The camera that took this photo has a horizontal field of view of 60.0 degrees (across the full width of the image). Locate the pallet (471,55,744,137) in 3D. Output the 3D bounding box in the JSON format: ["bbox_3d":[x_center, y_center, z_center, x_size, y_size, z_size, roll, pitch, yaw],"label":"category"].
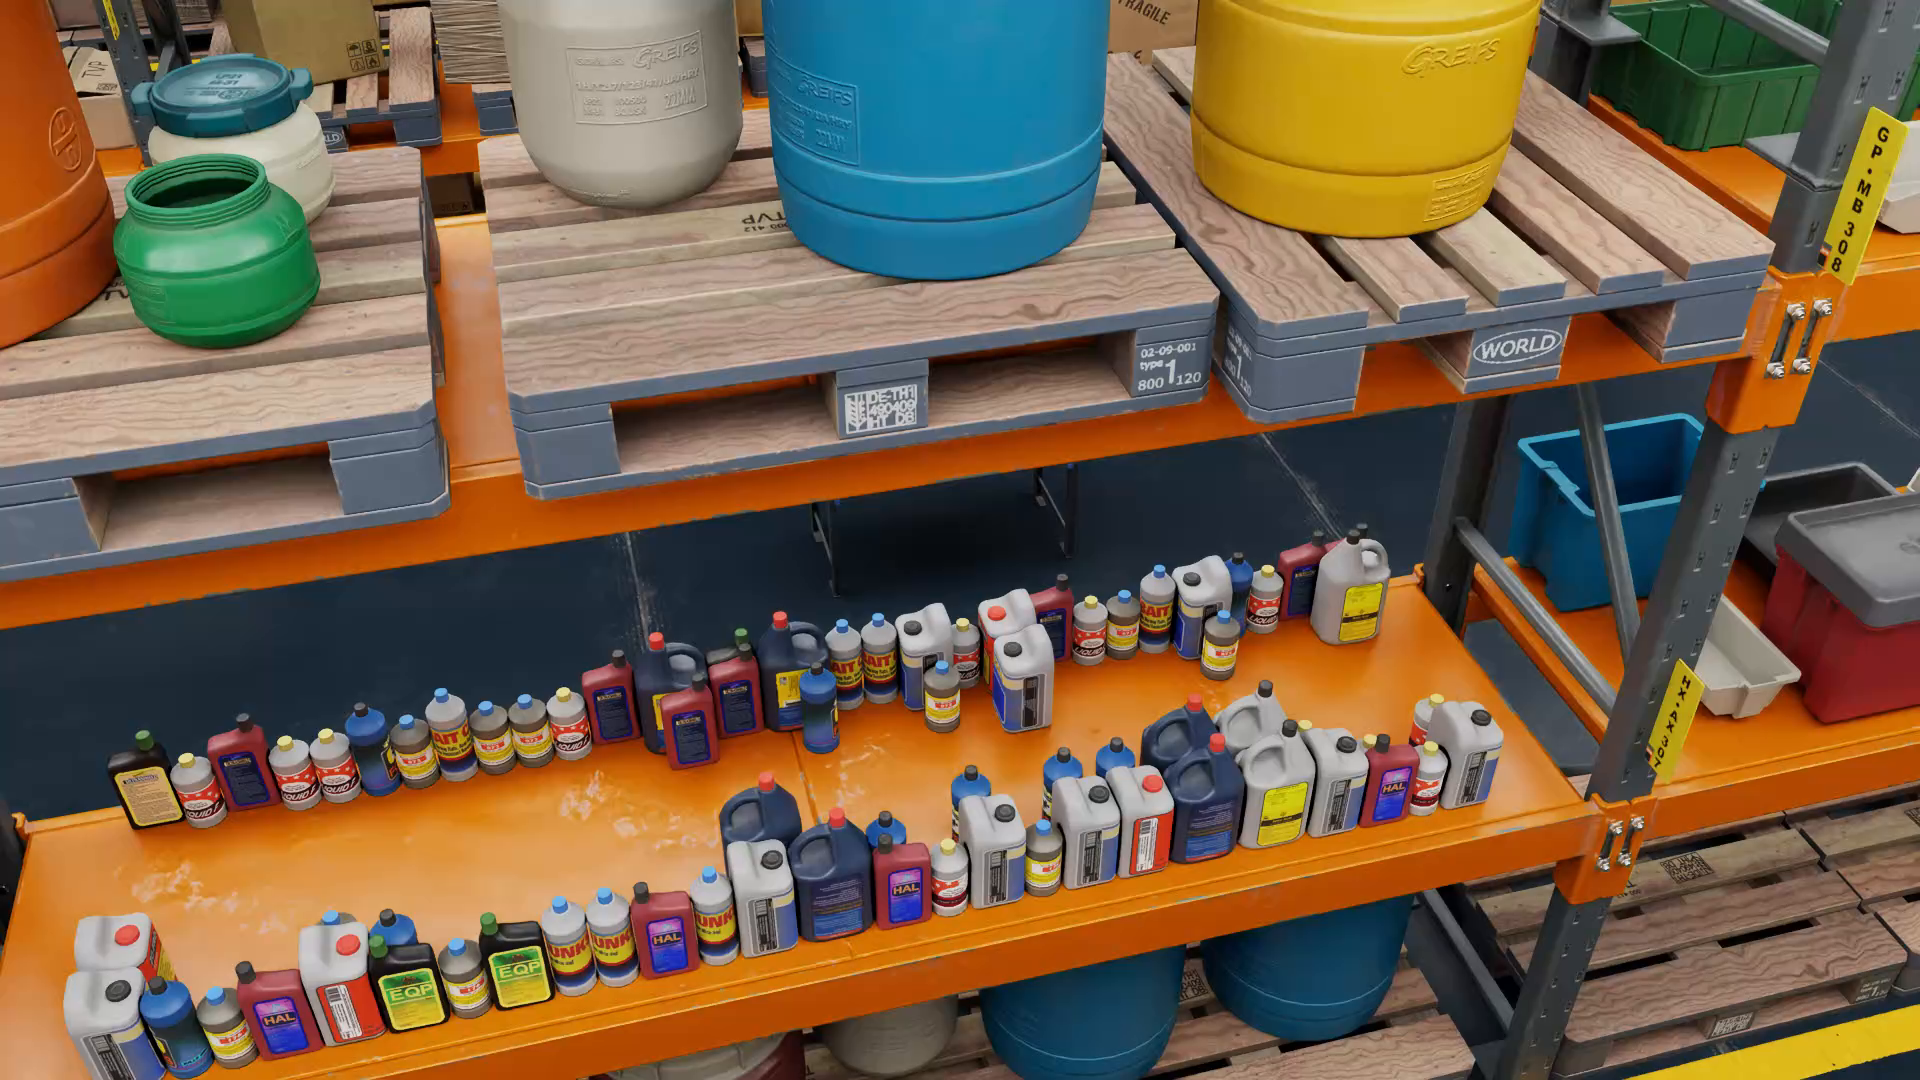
[{"bbox_3d":[-1.707,-2.283,7.924,1.213,0.211,1.003,-9,38,-12],"label":"pallet"}]

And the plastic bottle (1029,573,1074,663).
[{"bbox_3d":[0.244,0.219,4.591,0.133,0.283,0.061,-9,38,-12],"label":"plastic bottle"}]

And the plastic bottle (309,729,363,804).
[{"bbox_3d":[-1.583,0.563,4.209,0.097,0.201,0.097,0,37,0],"label":"plastic bottle"}]

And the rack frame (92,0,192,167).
[{"bbox_3d":[-3.583,-2.048,7.459,0.127,3.000,1.000,-9,38,-12],"label":"rack frame"}]

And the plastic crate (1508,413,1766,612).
[{"bbox_3d":[1.928,-0.067,4.833,0.575,0.384,0.392,-9,38,-12],"label":"plastic crate"}]

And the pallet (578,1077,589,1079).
[{"bbox_3d":[-1.545,1.816,4.702,1.213,0.211,1.003,-9,38,-12],"label":"pallet"}]

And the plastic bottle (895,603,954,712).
[{"bbox_3d":[-0.097,0.307,4.483,0.135,0.276,0.152,-9,38,-12],"label":"plastic bottle"}]

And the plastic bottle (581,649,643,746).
[{"bbox_3d":[-0.912,0.409,4.343,0.133,0.283,0.061,-9,38,-12],"label":"plastic bottle"}]

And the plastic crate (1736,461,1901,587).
[{"bbox_3d":[2.577,-0.025,4.991,0.590,0.125,0.437,-9,38,-12],"label":"plastic crate"}]

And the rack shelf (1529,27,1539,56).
[{"bbox_3d":[2.210,-2.713,8.920,4.000,0.370,1.077,-9,38,-12],"label":"rack shelf"}]

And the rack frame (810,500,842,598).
[{"bbox_3d":[-0.573,-0.502,6.671,0.032,1.500,0.500,-9,38,-12],"label":"rack frame"}]

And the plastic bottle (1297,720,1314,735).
[{"bbox_3d":[0.867,0.543,4.235,0.097,0.201,0.097,0,37,0],"label":"plastic bottle"}]

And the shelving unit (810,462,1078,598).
[{"bbox_3d":[-0.082,-0.582,6.777,1.048,1.500,0.538,-9,38,-12],"label":"shelving unit"}]

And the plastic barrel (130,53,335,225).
[{"bbox_3d":[-1.298,-0.701,2.997,0.301,0.262,0.301,0,37,0],"label":"plastic barrel"}]

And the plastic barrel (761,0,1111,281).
[{"bbox_3d":[-0.041,-0.973,2.826,0.708,0.901,0.600,-9,38,-12],"label":"plastic barrel"}]

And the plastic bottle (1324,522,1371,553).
[{"bbox_3d":[1.101,0.078,4.775,0.133,0.283,0.061,-9,38,-12],"label":"plastic bottle"}]

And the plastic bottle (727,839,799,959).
[{"bbox_3d":[-0.454,0.808,3.827,0.135,0.276,0.152,-9,38,-12],"label":"plastic bottle"}]

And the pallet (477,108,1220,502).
[{"bbox_3d":[-0.259,-0.529,3.160,1.213,0.211,1.003,-9,38,-12],"label":"pallet"}]

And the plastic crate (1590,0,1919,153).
[{"bbox_3d":[1.897,-1.128,3.961,0.662,0.188,0.450,-9,38,-12],"label":"plastic crate"}]

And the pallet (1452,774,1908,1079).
[{"bbox_3d":[2.266,1.192,5.518,1.213,0.211,1.003,-9,38,-12],"label":"pallet"}]

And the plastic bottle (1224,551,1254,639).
[{"bbox_3d":[0.772,0.149,4.693,0.097,0.271,0.097,0,37,0],"label":"plastic bottle"}]

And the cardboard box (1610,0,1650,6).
[{"bbox_3d":[3.279,-3.041,8.674,0.500,0.500,0.500,-9,38,-12],"label":"cardboard box"}]

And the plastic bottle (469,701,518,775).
[{"bbox_3d":[-1.207,0.501,4.290,0.097,0.201,0.097,0,37,0],"label":"plastic bottle"}]

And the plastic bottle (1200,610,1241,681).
[{"bbox_3d":[0.718,0.281,4.577,0.097,0.201,0.097,0,37,0],"label":"plastic bottle"}]

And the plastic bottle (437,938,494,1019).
[{"bbox_3d":[-1.099,0.961,3.689,0.097,0.201,0.097,0,37,0],"label":"plastic bottle"}]

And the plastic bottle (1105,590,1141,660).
[{"bbox_3d":[0.454,0.228,4.646,0.097,0.201,0.097,0,37,0],"label":"plastic bottle"}]

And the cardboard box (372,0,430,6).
[{"bbox_3d":[-4.134,-4.306,11.834,0.750,0.750,0.750,-10,38,-13],"label":"cardboard box"}]

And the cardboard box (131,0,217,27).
[{"bbox_3d":[-5.560,-3.991,11.693,0.500,0.500,0.700,-9,38,-11],"label":"cardboard box"}]

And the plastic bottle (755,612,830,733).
[{"bbox_3d":[-0.441,0.331,4.389,0.185,0.351,0.144,-9,38,-12],"label":"plastic bottle"}]

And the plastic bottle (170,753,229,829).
[{"bbox_3d":[-1.900,0.615,4.141,0.097,0.201,0.097,0,37,0],"label":"plastic bottle"}]

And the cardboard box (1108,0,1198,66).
[{"bbox_3d":[0.842,-2.643,8.154,0.500,0.500,0.500,-8,38,-11],"label":"cardboard box"}]

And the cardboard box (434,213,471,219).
[{"bbox_3d":[-2.565,-1.221,8.073,0.500,0.500,0.500,-11,39,-14],"label":"cardboard box"}]

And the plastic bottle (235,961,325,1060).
[{"bbox_3d":[-1.464,1.000,3.570,0.133,0.283,0.061,-9,38,-12],"label":"plastic bottle"}]

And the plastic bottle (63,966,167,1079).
[{"bbox_3d":[-1.793,1.028,3.539,0.135,0.276,0.152,-9,38,-12],"label":"plastic bottle"}]

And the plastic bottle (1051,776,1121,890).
[{"bbox_3d":[0.301,0.684,3.989,0.135,0.276,0.152,-9,38,-12],"label":"plastic bottle"}]

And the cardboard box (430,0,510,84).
[{"bbox_3d":[-2.072,-2.454,7.561,0.500,0.500,0.700,-3,37,-3],"label":"cardboard box"}]

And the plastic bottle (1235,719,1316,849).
[{"bbox_3d":[0.764,0.581,4.062,0.185,0.351,0.144,-9,38,-12],"label":"plastic bottle"}]

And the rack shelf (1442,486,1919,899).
[{"bbox_3d":[3.497,0.193,5.121,4.000,0.370,1.077,-9,38,-12],"label":"rack shelf"}]

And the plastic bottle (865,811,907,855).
[{"bbox_3d":[-0.172,0.743,3.916,0.097,0.271,0.097,0,37,0],"label":"plastic bottle"}]

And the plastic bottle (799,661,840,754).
[{"bbox_3d":[-0.367,0.426,4.330,0.097,0.271,0.097,0,37,0],"label":"plastic bottle"}]

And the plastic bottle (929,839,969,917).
[{"bbox_3d":[-0.028,0.785,3.918,0.097,0.201,0.097,0,37,0],"label":"plastic bottle"}]

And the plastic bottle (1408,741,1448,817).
[{"bbox_3d":[1.166,0.589,4.174,0.097,0.201,0.097,0,37,0],"label":"plastic bottle"}]

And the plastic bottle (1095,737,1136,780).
[{"bbox_3d":[0.380,0.595,4.110,0.097,0.271,0.097,0,37,0],"label":"plastic bottle"}]

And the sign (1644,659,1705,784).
[{"bbox_3d":[1.708,0.437,3.982,0.005,0.325,0.100,-9,38,-12],"label":"sign"}]

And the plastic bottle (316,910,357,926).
[{"bbox_3d":[-1.397,0.914,3.750,0.097,0.201,0.097,0,37,0],"label":"plastic bottle"}]

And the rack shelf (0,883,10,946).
[{"bbox_3d":[-4.226,1.460,3.464,4.000,0.370,1.077,-9,38,-12],"label":"rack shelf"}]

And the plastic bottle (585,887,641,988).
[{"bbox_3d":[-0.782,0.881,3.735,0.097,0.271,0.097,0,37,0],"label":"plastic bottle"}]

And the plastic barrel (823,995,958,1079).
[{"bbox_3d":[-0.215,1.271,4.822,0.421,0.512,0.421,0,37,0],"label":"plastic barrel"}]
